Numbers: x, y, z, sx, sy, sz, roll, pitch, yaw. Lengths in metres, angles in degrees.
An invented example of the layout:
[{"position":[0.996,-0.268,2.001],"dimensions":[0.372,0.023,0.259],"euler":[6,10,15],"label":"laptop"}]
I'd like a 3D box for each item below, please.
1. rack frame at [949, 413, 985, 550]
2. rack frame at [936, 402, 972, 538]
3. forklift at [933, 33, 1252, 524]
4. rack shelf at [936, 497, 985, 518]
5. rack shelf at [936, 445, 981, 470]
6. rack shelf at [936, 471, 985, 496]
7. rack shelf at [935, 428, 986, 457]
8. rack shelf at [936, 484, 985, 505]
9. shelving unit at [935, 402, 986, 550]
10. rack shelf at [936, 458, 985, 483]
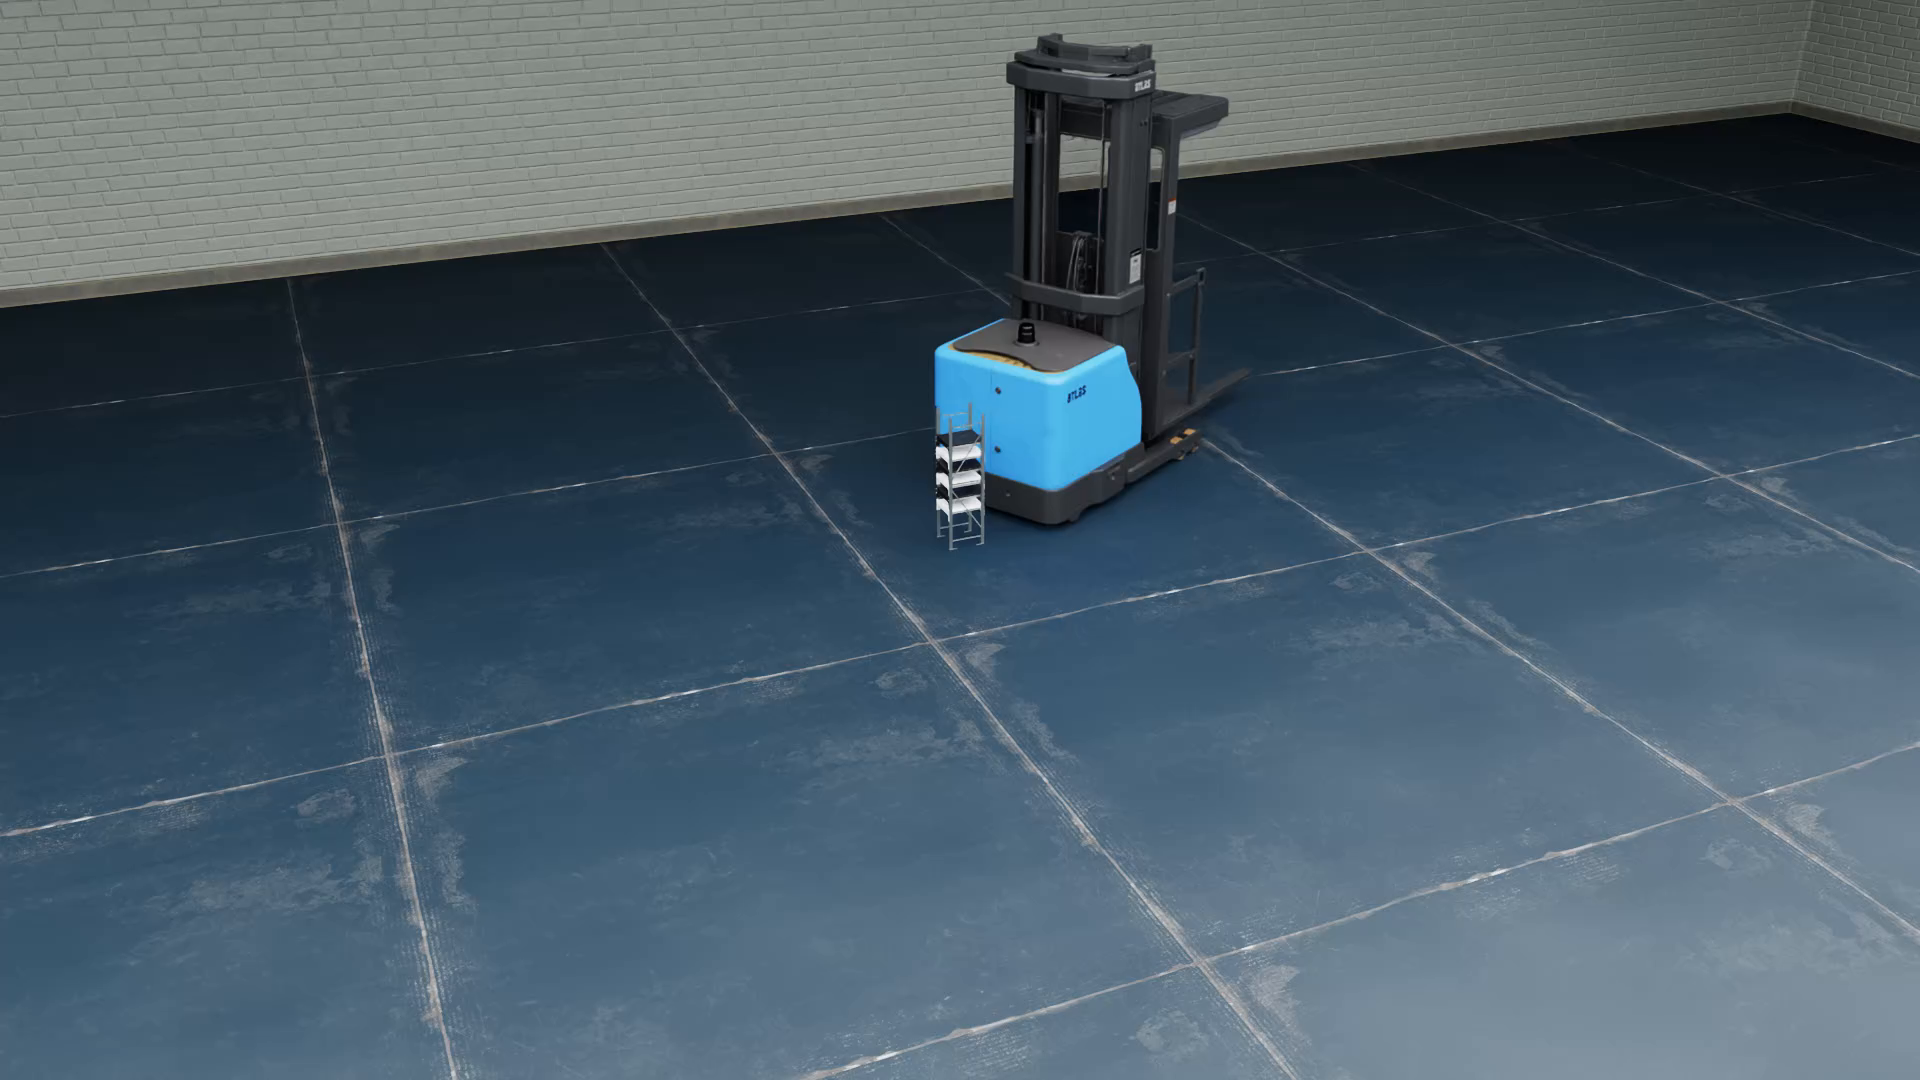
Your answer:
[{"position":[0.043,-0.360,10.462],"dimensions":[0.240,0.900,0.006],"euler":[-11,28,-21],"label":"rack frame"},{"position":[-0.037,-0.442,10.630],"dimensions":[0.240,0.900,0.006],"euler":[-11,28,-21],"label":"rack frame"},{"position":[1.104,-2.003,11.512],"dimensions":[1.130,2.935,3.031],"euler":[18,31,33],"label":"forklift"},{"position":[0.003,-0.209,10.639],"dimensions":[0.258,0.077,0.200],"euler":[-11,28,-21],"label":"rack shelf"},{"position":[0.003,-0.533,10.481],"dimensions":[0.258,0.077,0.200],"euler":[-11,28,-21],"label":"rack shelf"},{"position":[0.003,-0.371,10.560],"dimensions":[0.258,0.077,0.200],"euler":[-11,28,-21],"label":"rack shelf"},{"position":[0.003,-0.614,10.442],"dimensions":[0.258,0.077,0.200],"euler":[-11,28,-21],"label":"rack shelf"},{"position":[0.003,-0.290,10.600],"dimensions":[0.258,0.077,0.200],"euler":[-11,28,-21],"label":"rack shelf"},{"position":[0.003,-0.401,10.546],"dimensions":[0.258,0.900,0.210],"euler":[-11,28,-21],"label":"shelving unit"},{"position":[0.003,-0.452,10.521],"dimensions":[0.258,0.077,0.200],"euler":[-11,28,-21],"label":"rack shelf"}]
